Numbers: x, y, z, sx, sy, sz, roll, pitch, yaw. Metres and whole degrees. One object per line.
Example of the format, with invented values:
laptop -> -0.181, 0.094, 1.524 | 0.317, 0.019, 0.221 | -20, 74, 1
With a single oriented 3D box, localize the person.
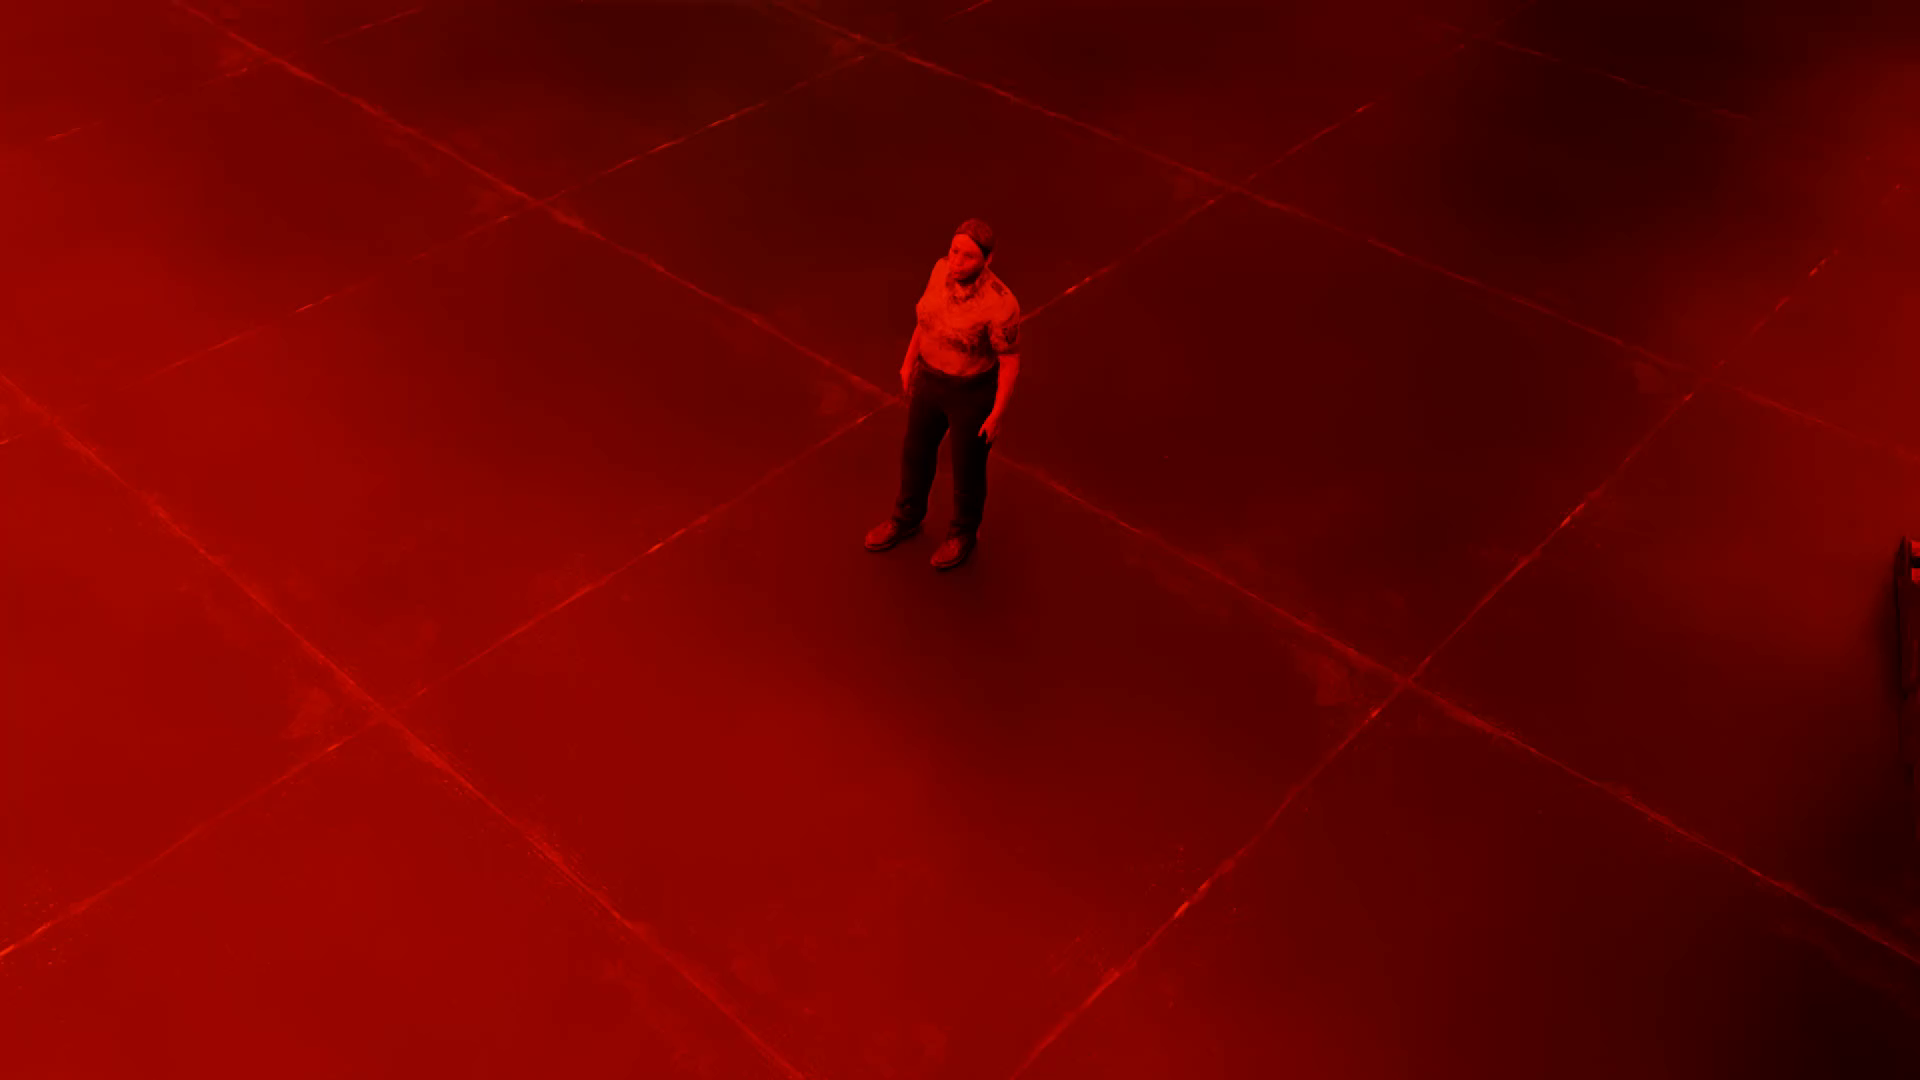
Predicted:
person -> -0.078, -0.597, 7.100 | 0.599, 1.650, 0.502 | 31, 49, 31

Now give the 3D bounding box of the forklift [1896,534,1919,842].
forklift -> 4.632, -0.674, 6.214 | 1.130, 2.935, 3.031 | 15, 43, 17
